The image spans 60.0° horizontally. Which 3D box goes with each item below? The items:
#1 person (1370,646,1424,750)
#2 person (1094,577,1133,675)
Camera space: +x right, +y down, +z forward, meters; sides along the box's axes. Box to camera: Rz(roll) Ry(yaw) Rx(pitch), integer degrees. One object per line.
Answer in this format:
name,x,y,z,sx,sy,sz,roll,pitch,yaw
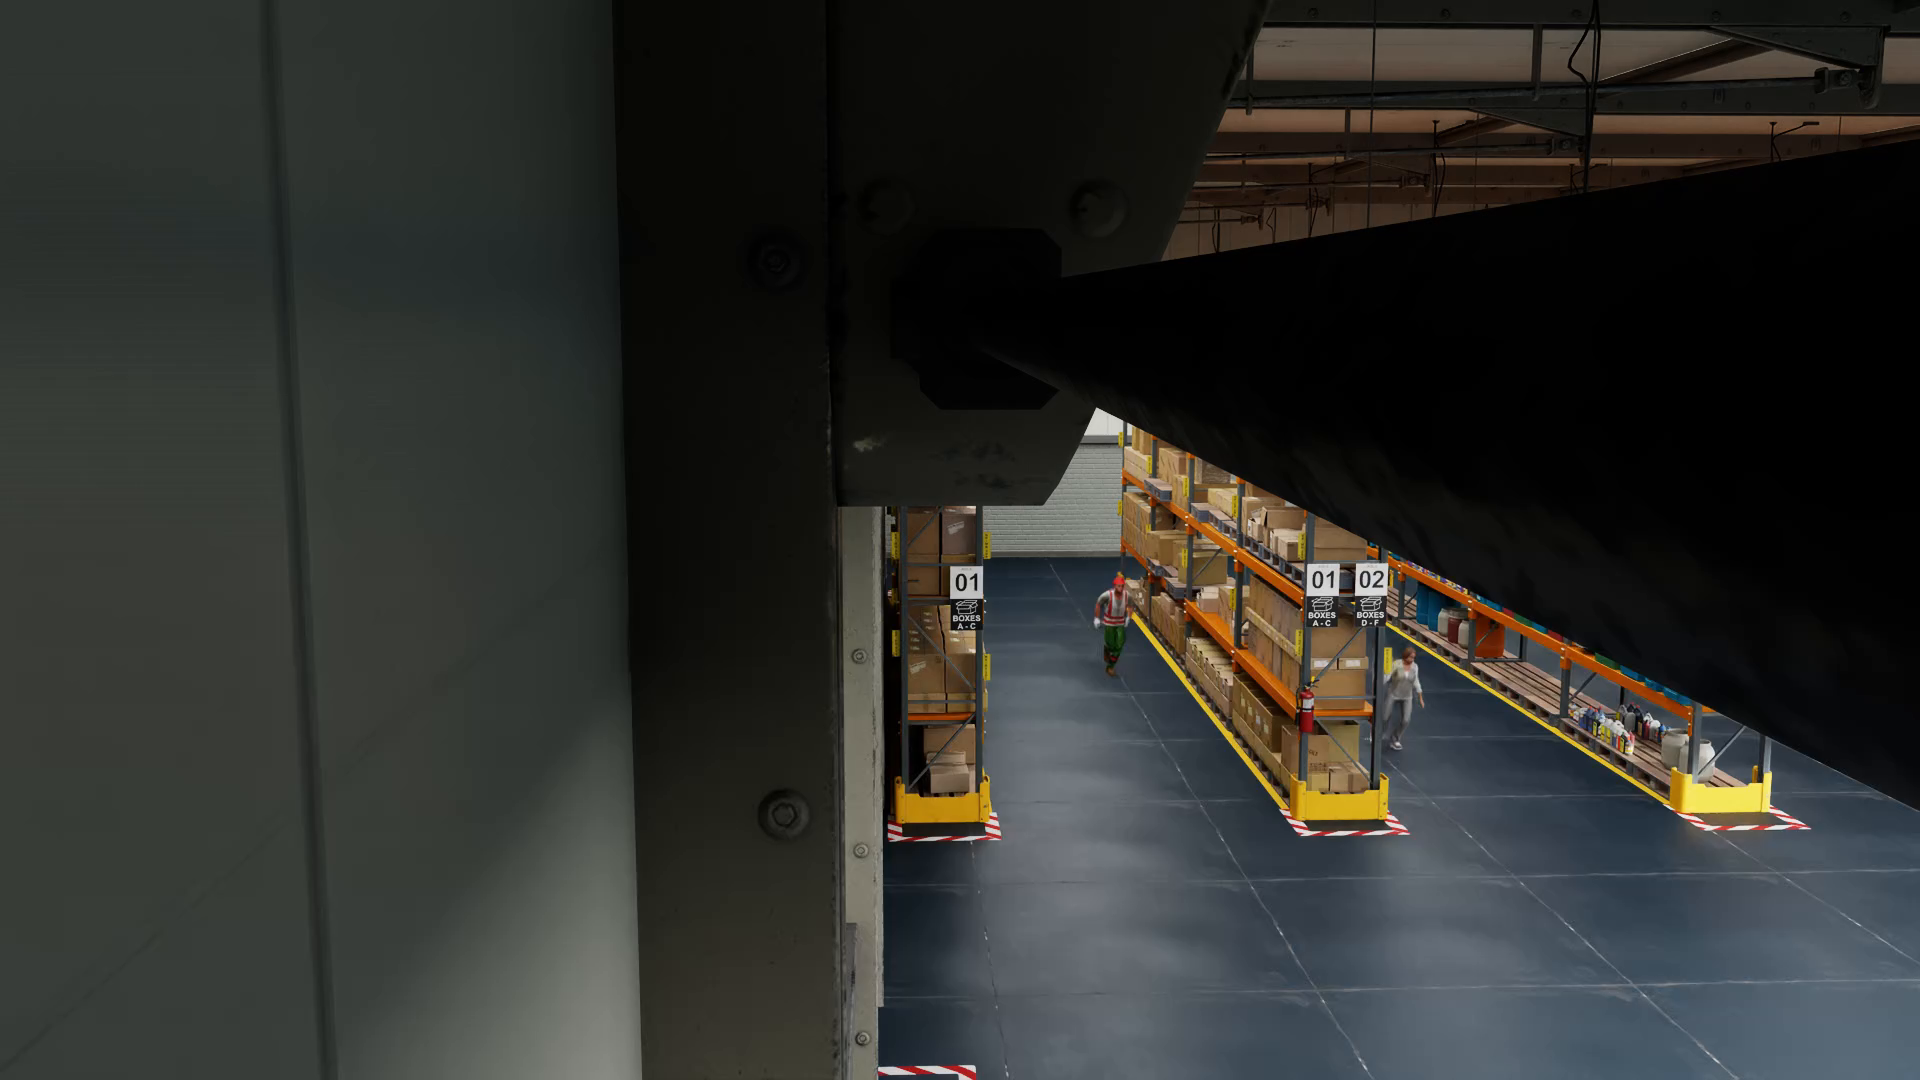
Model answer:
person,6.272,2.243,23.813,0.674,1.514,0.583,0,8,2
person,2.654,1.458,28.728,0.649,1.715,0.703,-3,8,-17
